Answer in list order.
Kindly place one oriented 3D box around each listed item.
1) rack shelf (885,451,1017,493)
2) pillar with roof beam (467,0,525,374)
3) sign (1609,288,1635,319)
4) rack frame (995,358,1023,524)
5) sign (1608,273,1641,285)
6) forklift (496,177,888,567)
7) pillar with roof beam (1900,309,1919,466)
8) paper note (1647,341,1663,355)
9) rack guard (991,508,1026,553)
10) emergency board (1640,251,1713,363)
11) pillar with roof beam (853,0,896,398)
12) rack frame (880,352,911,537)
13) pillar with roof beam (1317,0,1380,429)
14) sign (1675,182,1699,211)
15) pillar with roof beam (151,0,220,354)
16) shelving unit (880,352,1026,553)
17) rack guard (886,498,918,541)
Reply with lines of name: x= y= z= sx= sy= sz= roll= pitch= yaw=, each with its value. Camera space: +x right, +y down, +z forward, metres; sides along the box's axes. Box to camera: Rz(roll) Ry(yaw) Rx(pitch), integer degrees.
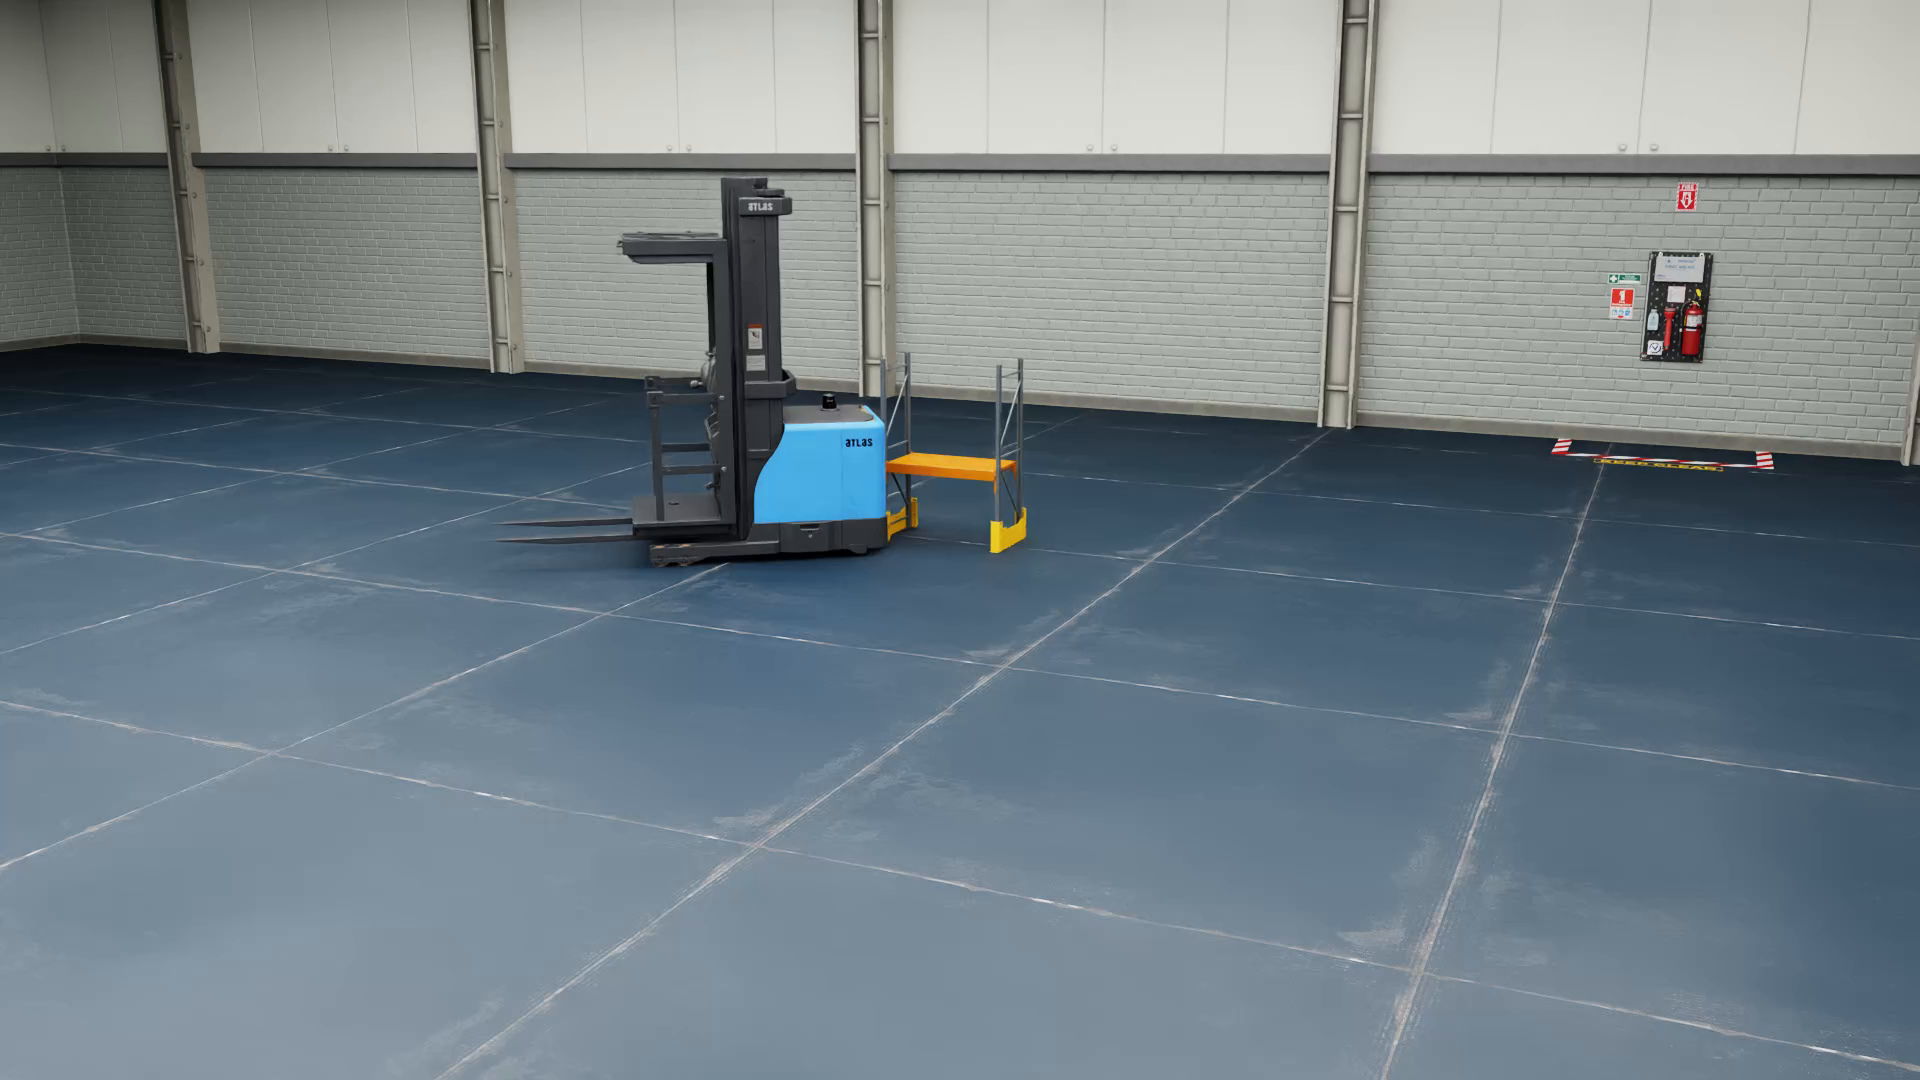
rack shelf: x=-0.066 y=-0.563 z=13.660 sx=1.000 sy=0.185 sz=0.538 roll=6 pitch=14 yaw=23
pillar with roof beam: x=-8.310 y=-5.927 z=19.314 sx=0.400 sy=9.000 sz=9.100 roll=6 pitch=14 yaw=23
sign: x=7.184 y=-2.566 z=18.048 sx=0.234 sy=0.329 sz=0.001 roll=6 pitch=14 yaw=23
rack frame: x=0.398 y=-0.691 z=13.418 sx=0.032 sy=1.500 sz=0.500 roll=6 pitch=14 yaw=23
sign: x=7.184 y=-2.822 z=17.978 sx=0.331 sy=0.109 sz=0.001 roll=6 pitch=14 yaw=23
forklift: x=-2.145 y=-1.348 z=13.085 sx=3.031 sy=2.935 sz=1.130 roll=-3 pitch=13 yaw=-11
pillar with roof beam: x=8.148 y=-4.261 z=12.216 sx=0.400 sy=9.000 sz=9.100 roll=6 pitch=14 yaw=23
paper note: x=7.514 y=-2.078 z=17.974 sx=0.142 sy=0.148 sz=0.016 roll=6 pitch=14 yaw=23
rack guard: x=0.397 y=-0.083 z=13.561 sx=0.087 sy=0.250 sz=0.587 roll=6 pitch=14 yaw=23
emergency board: x=7.648 y=-2.476 z=17.742 sx=0.643 sy=1.169 sz=0.194 roll=6 pitch=14 yaw=23
pillar with roof beam: x=-2.824 y=-5.372 z=16.948 sx=0.400 sy=9.000 sz=9.100 roll=6 pitch=14 yaw=23
rack frame: x=-0.531 y=-0.786 z=13.821 sx=0.032 sy=1.500 sz=0.500 roll=6 pitch=14 yaw=23
pillar with roof beam: x=2.662 y=-4.816 z=14.582 sx=0.400 sy=9.000 sz=9.100 roll=6 pitch=14 yaw=23
sign: x=7.681 y=-3.626 z=17.569 sx=0.199 sy=0.298 sz=0.001 roll=6 pitch=14 yaw=23
pillar with roof beam: x=-13.795 y=-6.482 z=21.680 sx=0.400 sy=9.000 sz=9.100 roll=6 pitch=14 yaw=23
shelving unit: x=-0.058 y=-0.738 z=13.616 sx=1.083 sy=1.500 sz=0.587 roll=6 pitch=14 yaw=23
rack guard: x=-0.513 y=-0.176 z=13.956 sx=0.087 sy=0.250 sz=0.587 roll=6 pitch=14 yaw=23
